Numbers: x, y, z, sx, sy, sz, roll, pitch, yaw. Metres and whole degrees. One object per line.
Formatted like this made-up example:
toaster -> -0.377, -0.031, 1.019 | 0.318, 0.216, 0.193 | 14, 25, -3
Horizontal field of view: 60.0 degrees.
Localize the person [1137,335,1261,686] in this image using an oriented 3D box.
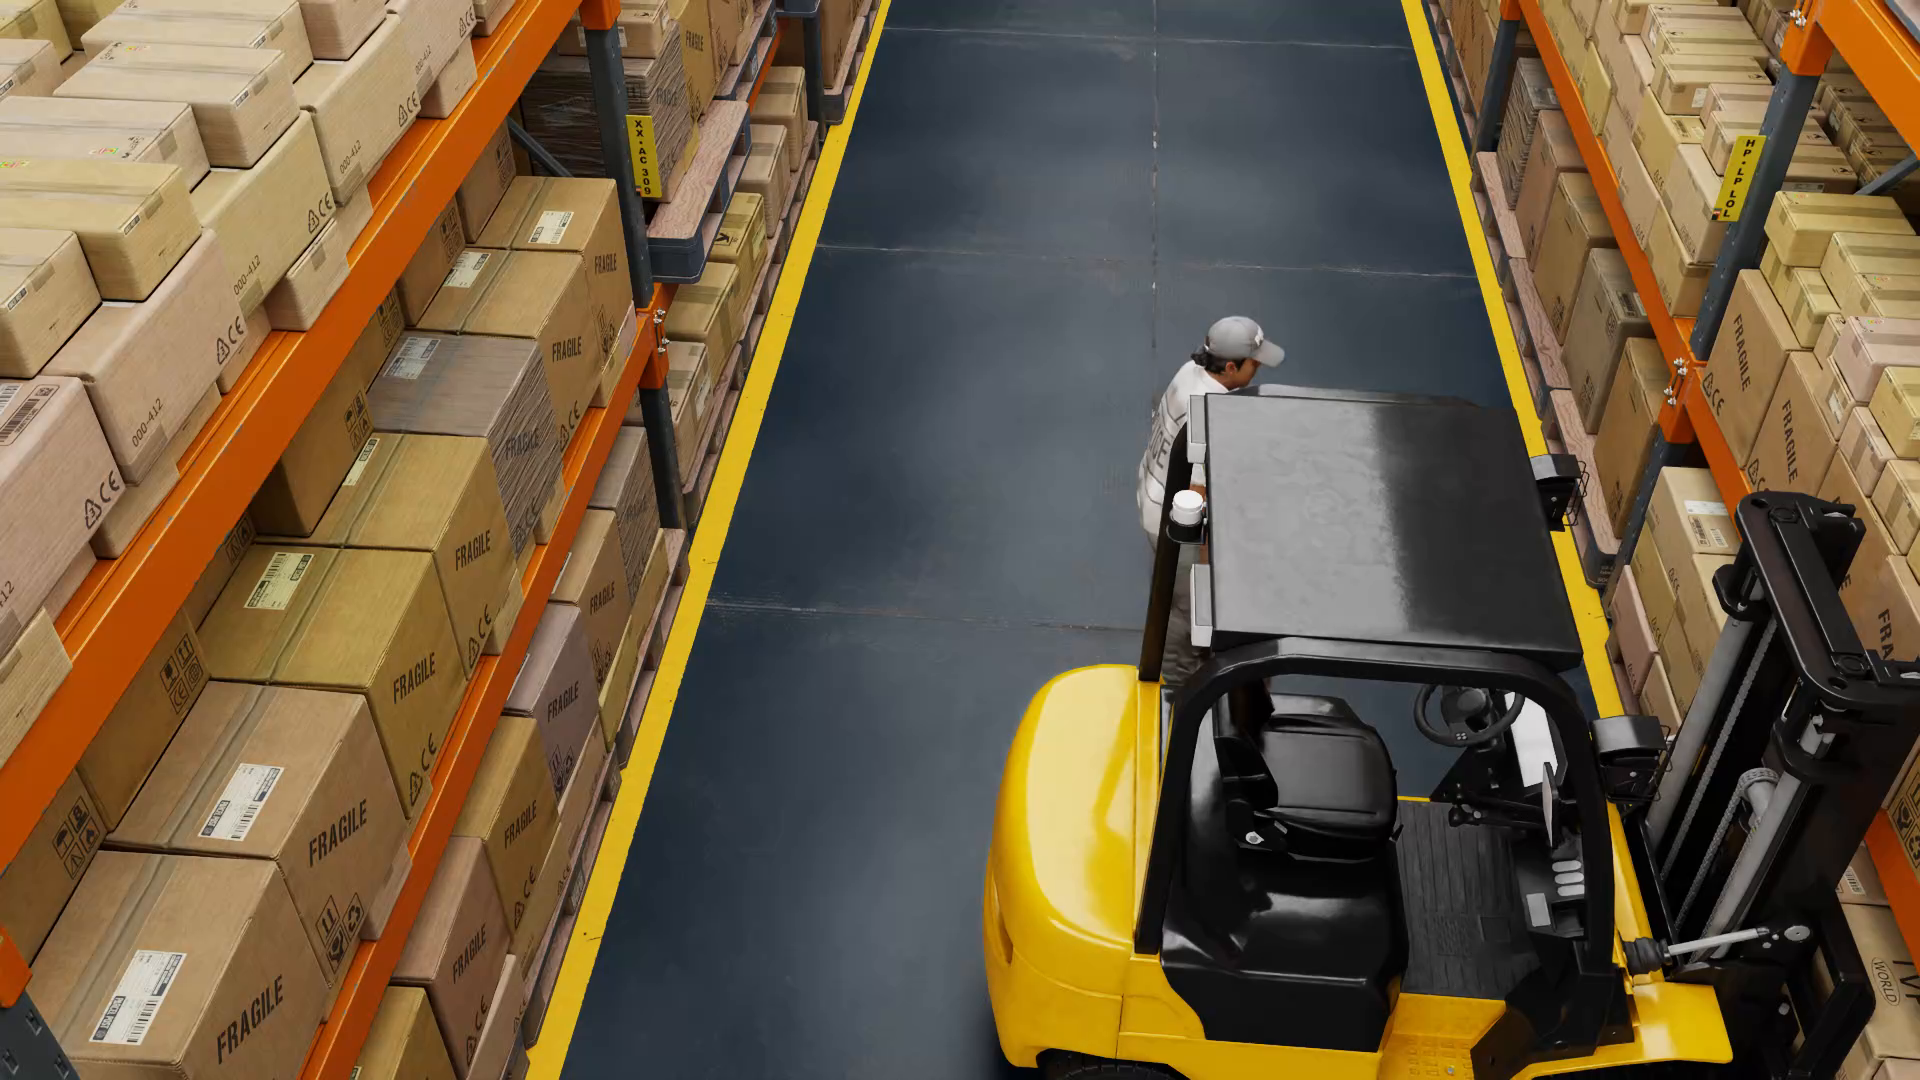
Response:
person -> 0.873, -0.099, 6.280 | 0.403, 1.651, 0.558 | 1, 40, 1
